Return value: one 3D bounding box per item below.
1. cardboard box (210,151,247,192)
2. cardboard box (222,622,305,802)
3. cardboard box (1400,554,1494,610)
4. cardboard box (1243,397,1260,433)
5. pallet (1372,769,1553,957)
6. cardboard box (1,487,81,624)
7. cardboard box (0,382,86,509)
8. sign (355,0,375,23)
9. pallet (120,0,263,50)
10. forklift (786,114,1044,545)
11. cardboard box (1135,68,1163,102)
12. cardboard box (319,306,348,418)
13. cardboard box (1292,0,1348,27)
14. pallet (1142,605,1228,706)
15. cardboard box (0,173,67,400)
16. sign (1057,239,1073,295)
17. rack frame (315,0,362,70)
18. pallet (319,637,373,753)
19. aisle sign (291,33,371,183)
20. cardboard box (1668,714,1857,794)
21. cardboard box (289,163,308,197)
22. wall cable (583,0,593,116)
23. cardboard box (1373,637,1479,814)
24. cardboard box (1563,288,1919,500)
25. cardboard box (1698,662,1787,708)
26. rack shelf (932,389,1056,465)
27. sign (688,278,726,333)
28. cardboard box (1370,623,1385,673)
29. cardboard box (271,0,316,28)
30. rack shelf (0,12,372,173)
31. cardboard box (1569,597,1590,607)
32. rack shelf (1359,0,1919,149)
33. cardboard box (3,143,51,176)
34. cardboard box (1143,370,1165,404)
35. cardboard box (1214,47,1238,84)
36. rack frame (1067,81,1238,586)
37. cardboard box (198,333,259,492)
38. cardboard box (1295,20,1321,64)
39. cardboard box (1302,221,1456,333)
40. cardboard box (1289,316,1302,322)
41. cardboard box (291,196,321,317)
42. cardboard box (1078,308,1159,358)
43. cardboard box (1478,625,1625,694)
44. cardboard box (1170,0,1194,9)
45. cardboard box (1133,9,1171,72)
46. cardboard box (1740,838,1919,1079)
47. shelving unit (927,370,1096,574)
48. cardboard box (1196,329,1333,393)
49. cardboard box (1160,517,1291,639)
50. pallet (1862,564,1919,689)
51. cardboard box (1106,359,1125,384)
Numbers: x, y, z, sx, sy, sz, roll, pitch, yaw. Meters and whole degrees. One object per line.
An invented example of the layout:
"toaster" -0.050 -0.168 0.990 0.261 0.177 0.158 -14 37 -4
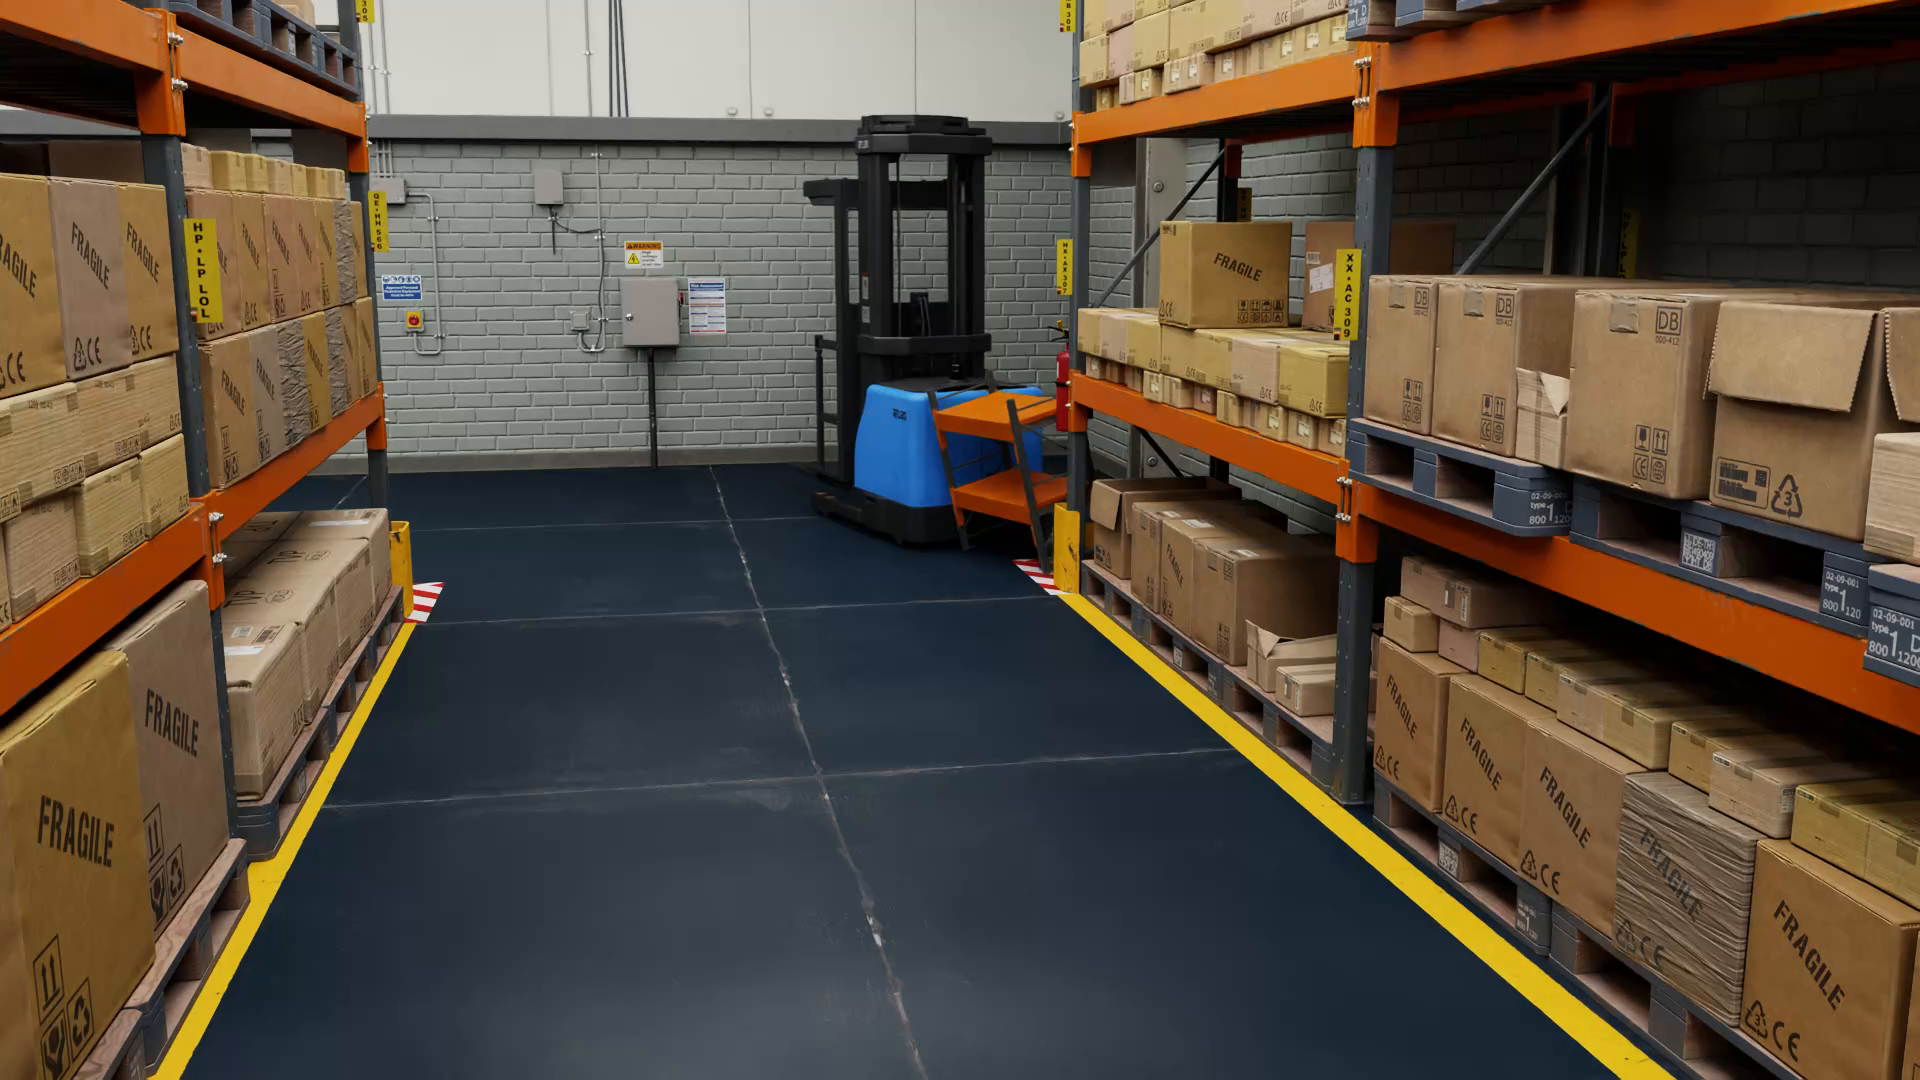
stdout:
"cardboard box" -2.884 -1.367 6.182 0.380 0.149 0.250 -2 11 -11
"cardboard box" -2.949 0.632 6.084 0.875 0.438 0.875 -2 11 -12
"cardboard box" 1.804 0.147 5.932 0.380 0.149 0.250 -2 11 -12
"cardboard box" 1.456 -0.552 7.244 0.380 0.149 0.250 -2 11 -10
"pallet" 2.131 1.035 5.695 1.003 0.211 1.213 -2 11 -11
"cardboard box" -2.420 0.032 3.908 0.500 0.250 0.500 -2 11 -13
"cardboard box" -2.397 -0.215 3.869 0.500 0.250 0.500 -2 11 -10
"sign" -3.175 -2.922 8.848 0.100 0.325 0.005 -2 11 -11
"pallet" -3.081 -1.882 5.777 1.003 0.211 1.213 -2 11 -11
"forklift" -0.501 -1.642 12.487 1.130 2.935 3.031 -5 12 -25
"cardboard box" 1.107 -2.308 8.448 0.380 0.149 0.250 -2 11 -11
"cardboard box" -3.164 -0.819 7.709 0.500 0.500 0.500 -2 11 -9
"cardboard box" 1.597 -2.108 6.334 0.500 0.250 0.500 -2 11 -11
"pallet" 1.563 0.537 8.311 1.003 0.211 1.213 -2 11 -11
"cardboard box" -2.412 -0.581 3.784 0.500 0.500 0.500 -2 11 -9
"sign" 0.626 -1.622 9.880 0.100 0.325 0.005 -2 11 -11
"rack frame" -3.710 -3.982 8.552 1.000 3.000 0.127 -2 11 -11
"pallet" -3.244 0.702 7.445 1.003 0.211 1.213 -2 11 -11
"aisle sign" -3.420 -2.337 8.999 0.394 0.787 0.004 -2 11 -11
"cardboard box" 2.141 0.581 4.447 0.380 0.149 0.250 -2 11 -11
"cardboard box" -3.142 -1.604 7.423 0.380 0.149 0.250 -2 11 -10
"wall cable" -4.354 -5.042 14.121 2.355 3.000 0.029 -2 11 -11
"cardboard box" 1.809 0.636 5.896 0.500 0.500 0.500 -2 11 -9
"cardboard box" 2.064 -0.402 4.398 0.700 0.500 0.500 -2 11 -11
"cardboard box" 2.479 0.468 5.042 0.380 0.149 0.250 -2 11 -9
"rack shelf" 0.305 -0.741 10.704 0.538 0.278 1.000 -20 17 -26
"sign" -2.297 -2.127 15.106 0.329 0.494 0.001 -2 11 -11
"cardboard box" 2.039 0.502 7.105 0.500 0.311 0.500 -2 11 -9
"cardboard box" -3.534 -2.611 8.382 0.500 0.250 0.500 -3 11 -16
"rack shelf" -3.321 -1.789 6.973 1.077 0.370 4.000 -2 11 -11
"cardboard box" 2.290 0.277 6.045 0.380 0.149 0.250 -3 11 -13
"rack shelf" 2.325 -1.236 4.070 1.077 0.370 4.000 -2 11 -11
"cardboard box" -3.249 -1.258 5.606 0.380 0.149 0.250 -2 11 -10
"cardboard box" 1.155 -0.785 8.468 0.380 0.149 0.250 -2 11 -13
"cardboard box" 1.366 -2.124 7.483 0.380 0.149 0.250 -2 11 -10
"rack frame" 1.158 -1.216 10.065 1.000 3.000 0.127 -2 11 -11
"cardboard box" -2.767 -0.446 5.752 0.500 0.500 0.500 -2 11 -9
"cardboard box" 1.532 -1.933 6.480 0.380 0.149 0.250 -2 11 -11
"cardboard box" 1.907 -1.206 7.613 0.500 0.500 0.500 -2 11 -13
"cardboard box" 1.699 -1.029 8.684 0.500 0.250 0.500 -2 11 -9
"cardboard box" -3.063 -1.218 7.131 0.500 0.500 0.500 -2 11 -11
"cardboard box" 0.982 -1.196 9.563 0.500 0.250 0.500 -2 11 -11
"cardboard box" 1.936 0.390 5.451 0.380 0.149 0.250 -3 11 -14
"cardboard box" 1.299 -2.639 7.784 0.500 0.250 0.500 -2 11 -9
"cardboard box" 1.183 -2.484 8.310 0.500 0.250 0.500 -2 11 -13
"cardboard box" 2.229 1.015 3.905 0.500 0.500 0.500 -2 11 -9
"shelving unit" 0.366 -0.466 10.783 0.538 1.125 1.048 -20 17 -26
"cardboard box" 1.402 -0.823 7.604 0.500 0.250 0.500 -2 11 -11
"cardboard box" 1.317 0.180 8.292 0.500 0.500 0.500 -2 11 -10
"pallet" 2.513 0.223 3.014 1.213 0.211 1.003 -2 11 -11
"cardboard box" 1.048 -0.978 9.483 0.380 0.149 0.250 -2 11 -10
